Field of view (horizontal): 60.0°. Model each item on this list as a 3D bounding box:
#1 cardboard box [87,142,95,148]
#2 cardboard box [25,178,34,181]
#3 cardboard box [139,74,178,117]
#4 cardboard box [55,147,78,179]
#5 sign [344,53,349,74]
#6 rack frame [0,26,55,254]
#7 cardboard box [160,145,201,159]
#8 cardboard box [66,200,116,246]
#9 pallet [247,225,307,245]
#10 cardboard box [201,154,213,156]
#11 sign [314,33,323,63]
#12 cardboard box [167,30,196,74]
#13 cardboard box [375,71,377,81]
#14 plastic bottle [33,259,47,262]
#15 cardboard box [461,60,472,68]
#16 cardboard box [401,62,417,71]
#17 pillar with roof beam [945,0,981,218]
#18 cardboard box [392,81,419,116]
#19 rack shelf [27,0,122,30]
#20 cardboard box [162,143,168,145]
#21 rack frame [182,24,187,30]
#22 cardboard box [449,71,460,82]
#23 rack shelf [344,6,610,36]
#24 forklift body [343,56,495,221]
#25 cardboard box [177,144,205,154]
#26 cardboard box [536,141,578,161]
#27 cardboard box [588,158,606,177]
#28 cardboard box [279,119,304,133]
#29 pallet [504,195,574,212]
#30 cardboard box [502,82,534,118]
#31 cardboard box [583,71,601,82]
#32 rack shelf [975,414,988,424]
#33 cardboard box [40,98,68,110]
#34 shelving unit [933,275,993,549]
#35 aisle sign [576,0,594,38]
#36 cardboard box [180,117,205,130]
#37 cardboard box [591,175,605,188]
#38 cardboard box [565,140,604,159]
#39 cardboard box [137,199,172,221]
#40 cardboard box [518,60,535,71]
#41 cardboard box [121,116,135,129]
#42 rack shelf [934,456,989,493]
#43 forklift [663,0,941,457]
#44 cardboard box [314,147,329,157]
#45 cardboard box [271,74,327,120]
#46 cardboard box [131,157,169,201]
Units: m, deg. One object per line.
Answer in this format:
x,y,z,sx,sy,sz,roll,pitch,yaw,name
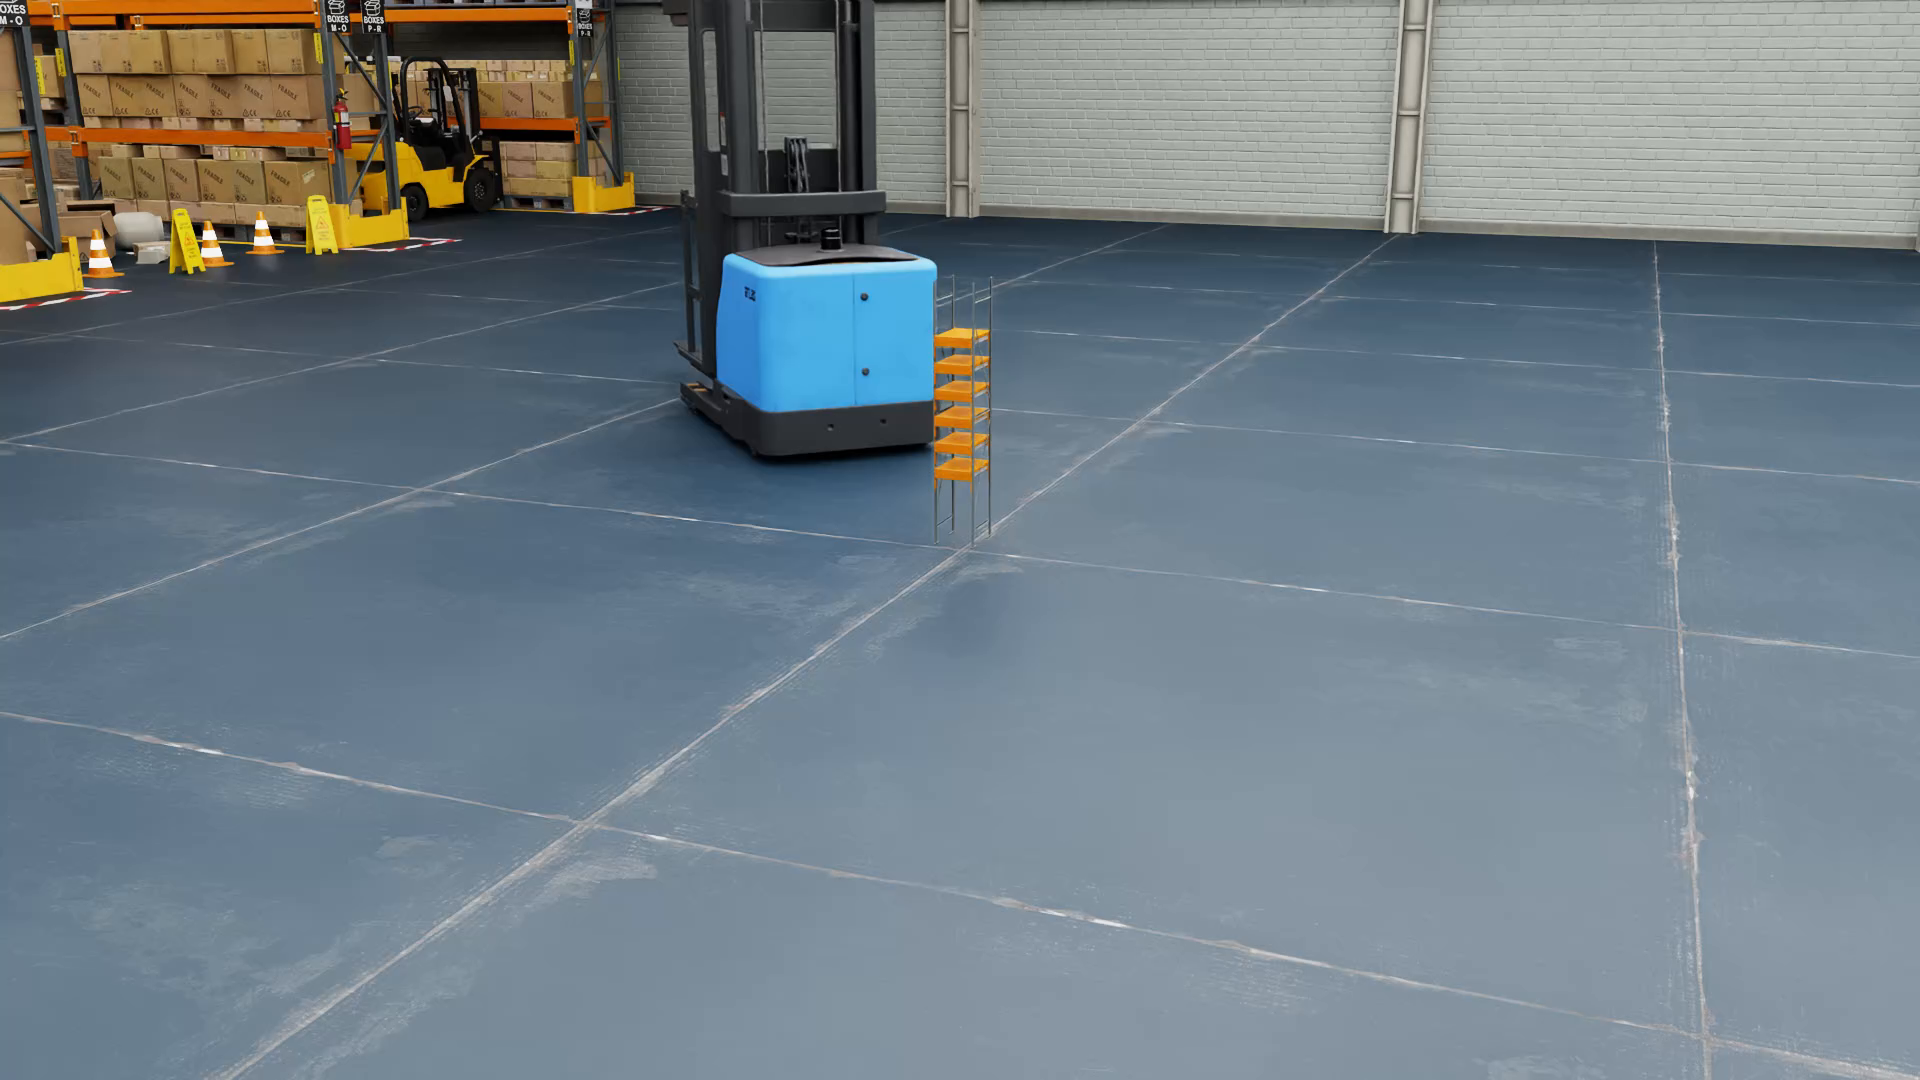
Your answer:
-14.172,-6.528,27.346,0.250,0.149,0.380,6,17,20,cardboard box
-12.567,-4.547,21.916,0.625,0.372,0.950,7,18,22,cardboard box
-9.516,-5.384,20.128,0.500,0.500,0.500,6,17,20,cardboard box
-14.576,-6.252,27.558,0.500,0.500,0.500,6,17,19,cardboard box
-9.133,-7.075,24.729,0.005,0.325,0.100,6,17,21,sign
-8.764,-3.707,15.061,0.053,2.616,0.949,6,17,21,rack frame
-9.487,-4.726,20.243,0.250,0.149,0.380,7,18,24,cardboard box
-10.264,-3.749,19.687,0.500,0.500,0.500,-9,18,-27,cardboard box
-7.854,-3.763,20.256,1.213,0.211,1.003,6,17,21,pallet
-9.639,-4.610,21.006,0.500,0.500,0.500,7,17,22,cardboard box
-7.262,-5.568,18.828,0.005,0.325,0.100,6,17,21,sign
-8.989,-5.835,19.885,0.500,0.500,0.700,6,17,20,cardboard box
-8.502,-6.931,24.826,0.250,0.149,0.380,7,17,22,cardboard box
-9.786,-2.967,17.783,0.283,0.061,0.133,0,16,1,plastic bottle
-7.062,-6.929,24.285,0.250,0.149,0.380,7,17,21,cardboard box
-8.037,-7.011,24.568,0.250,0.149,0.380,7,17,22,cardboard box
-1.537,-7.745,18.212,0.400,9.000,9.100,6,17,21,pillar with roof beam
-8.136,-6.585,24.795,0.500,0.500,0.500,7,17,22,cardboard box
-12.622,-6.710,21.318,4.000,0.370,1.077,6,17,21,rack shelf
-13.035,-6.555,27.439,0.250,0.149,0.380,7,18,23,cardboard box
-12.666,-7.107,26.774,0.053,2.616,0.949,6,17,21,rack frame
-7.312,-6.794,24.353,0.250,0.149,0.380,6,17,19,cardboard box
-7.083,-7.589,24.345,4.000,0.370,1.077,6,17,21,rack shelf
-7.656,-5.603,23.115,1.214,2.155,2.313,6,17,21,forklift body
-12.089,-6.102,26.817,0.625,0.625,0.875,7,18,22,cardboard box
-5.765,-5.617,24.027,0.500,0.250,0.500,7,18,22,cardboard box
-5.584,-5.513,24.564,0.500,0.250,0.500,7,17,22,cardboard box
-7.743,-4.861,19.488,0.250,0.149,0.380,6,17,20,cardboard box
-5.949,-5.018,24.579,1.213,0.211,1.003,6,17,21,pallet
-6.256,-6.375,24.074,0.500,0.500,0.500,7,18,22,cardboard box
-5.443,-6.751,24.205,0.250,0.149,0.380,6,17,19,cardboard box
0.013,-0.551,7.508,0.166,0.020,0.199,6,17,21,rack shelf
-11.341,-5.473,20.843,0.250,0.149,0.380,7,17,21,cardboard box
0.013,-0.575,7.501,0.189,1.200,0.258,6,17,21,shelving unit
-5.269,-7.455,23.310,0.004,0.787,0.394,6,17,21,aisle sign
-9.155,-5.023,20.046,0.250,0.149,0.380,6,17,20,cardboard box
-5.608,-5.272,24.630,0.500,0.250,0.500,6,17,21,cardboard box
-5.600,-5.749,24.482,0.500,0.250,0.500,6,17,20,cardboard box
-9.811,-4.110,20.629,0.500,0.250,0.500,7,18,24,cardboard box
-6.127,-6.811,23.877,0.250,0.149,0.380,7,17,22,cardboard box
-10.073,-5.143,20.460,0.250,0.149,0.380,6,17,20,cardboard box
0.013,-0.302,7.581,0.180,0.103,0.258,6,17,21,rack shelf
-1.128,-2.187,10.107,1.129,2.843,3.031,-6,17,-21,forklift
-9.433,-5.810,25.814,0.625,0.625,0.875,7,18,23,cardboard box
-7.646,-5.177,19.412,0.500,0.500,0.500,6,17,20,cardboard box
-9.809,-4.470,20.525,0.500,0.500,0.500,7,18,23,cardboard box
